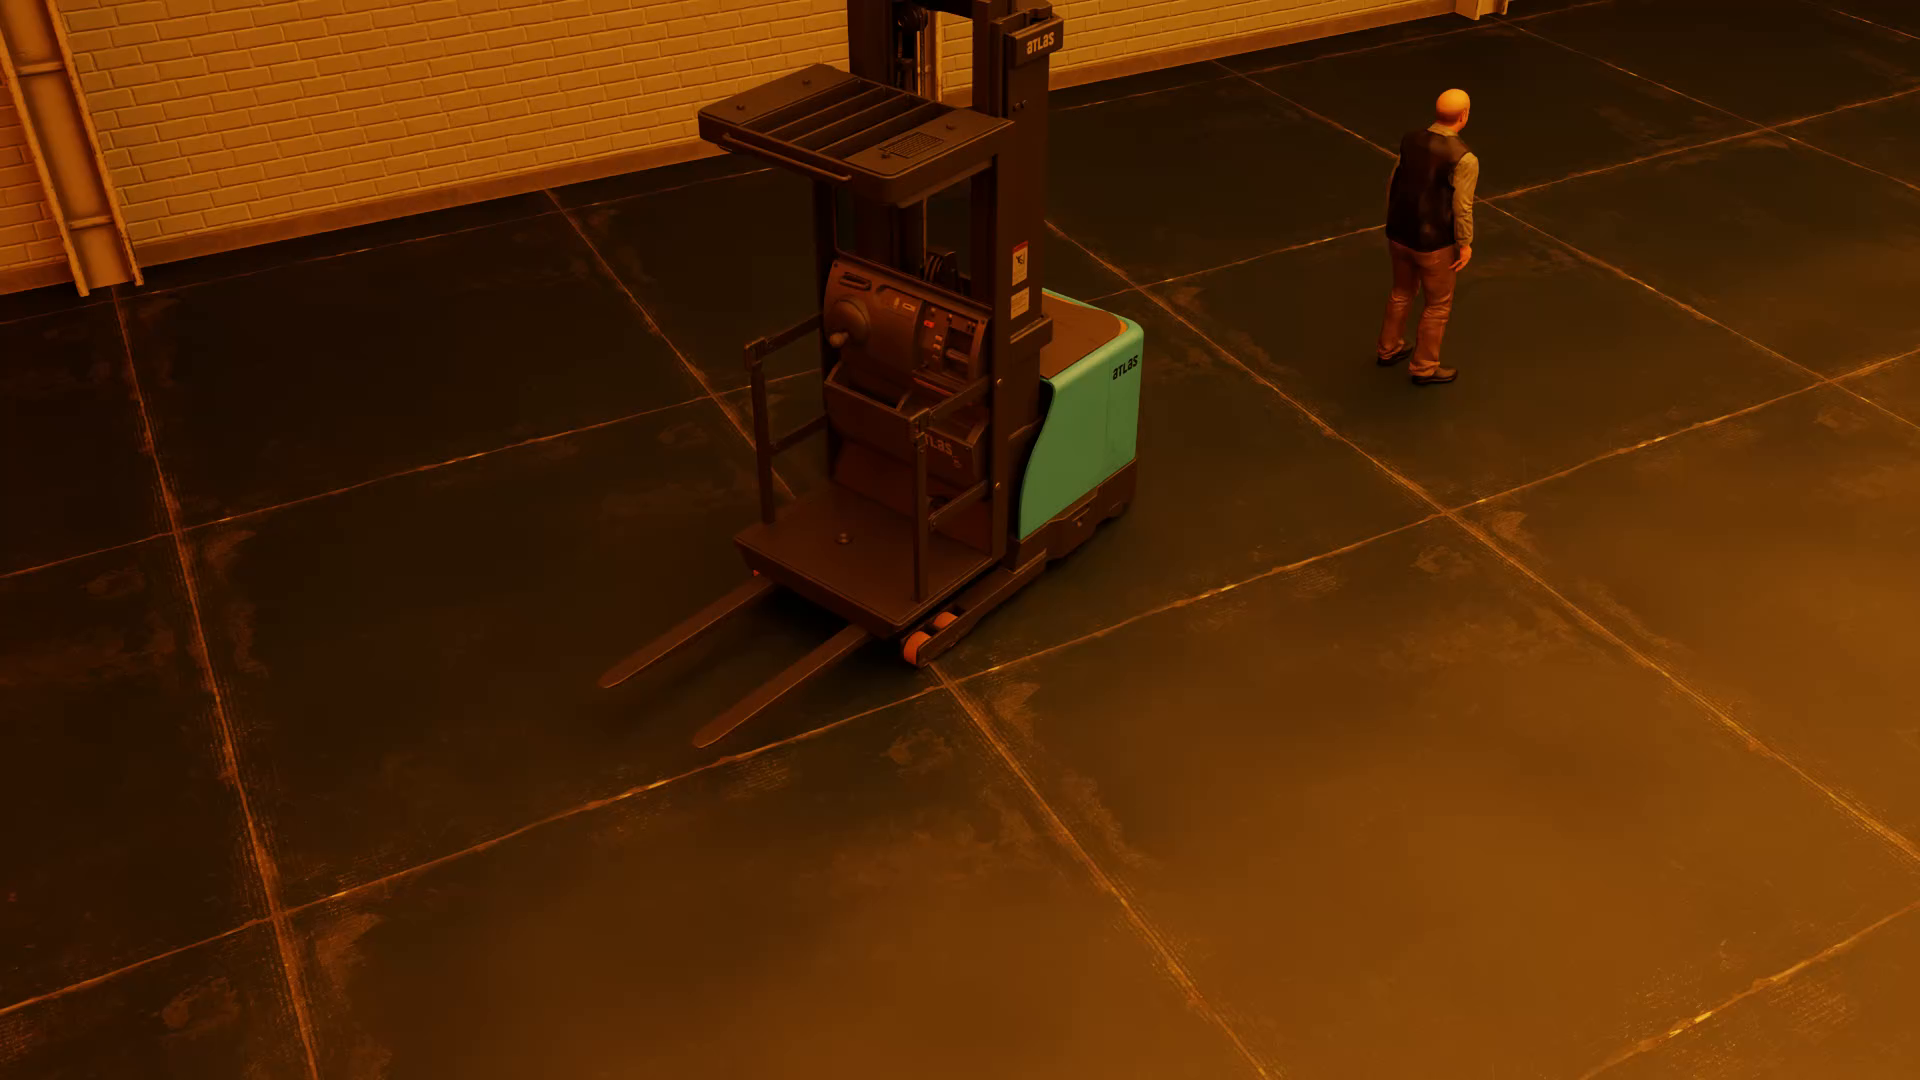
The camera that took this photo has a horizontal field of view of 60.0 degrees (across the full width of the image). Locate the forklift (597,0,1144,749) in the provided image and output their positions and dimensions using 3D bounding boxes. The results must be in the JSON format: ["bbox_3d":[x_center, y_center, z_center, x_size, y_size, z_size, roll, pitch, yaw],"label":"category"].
[{"bbox_3d":[-0.390,-0.927,7.434,1.130,2.935,3.031,26,43,31],"label":"forklift"}]

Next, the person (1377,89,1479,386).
[{"bbox_3d":[2.700,-1.754,9.655,0.425,1.720,0.593,-23,41,-29],"label":"person"}]
